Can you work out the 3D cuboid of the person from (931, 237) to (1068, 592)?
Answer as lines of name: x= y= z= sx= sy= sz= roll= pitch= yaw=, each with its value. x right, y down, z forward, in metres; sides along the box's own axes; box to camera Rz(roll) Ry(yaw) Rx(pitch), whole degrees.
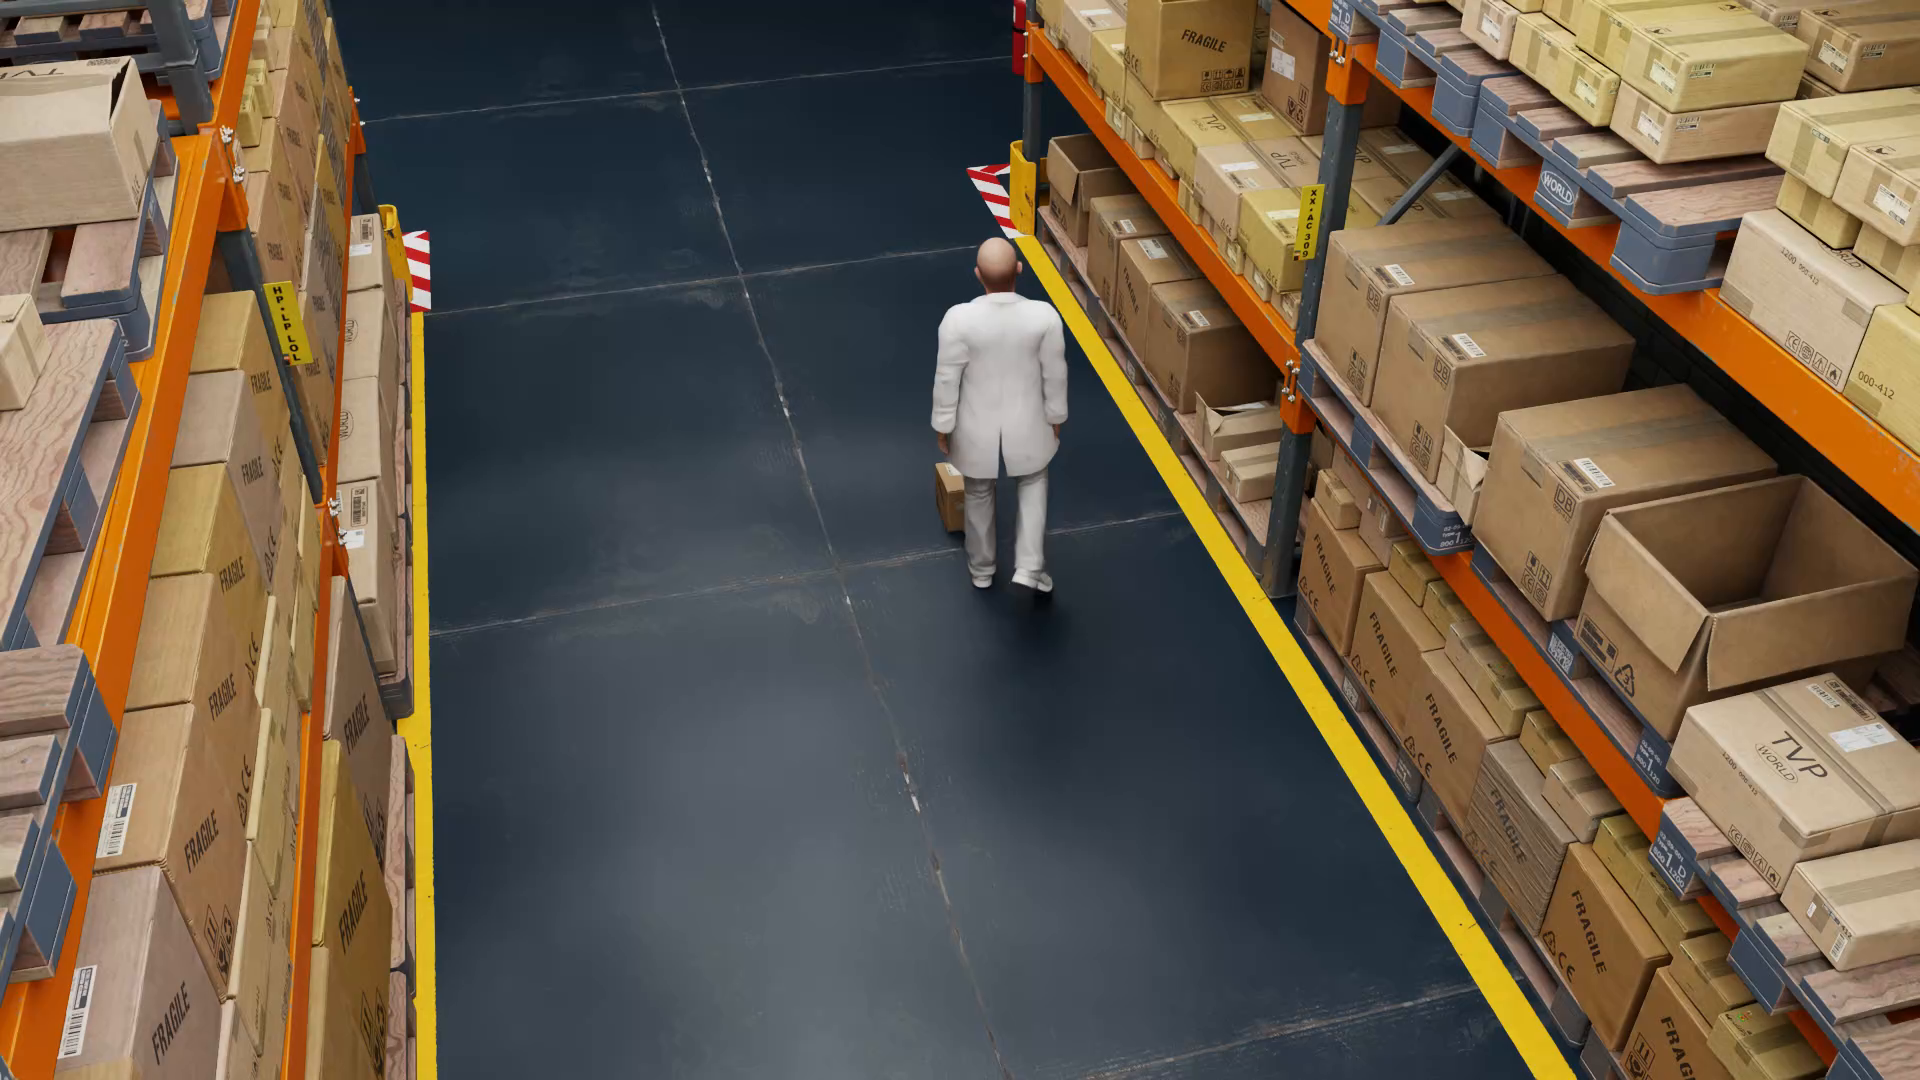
person: x=0.177 y=-0.511 z=7.361 sx=0.609 sy=1.778 sz=0.633 roll=-2 pitch=38 yaw=-3
